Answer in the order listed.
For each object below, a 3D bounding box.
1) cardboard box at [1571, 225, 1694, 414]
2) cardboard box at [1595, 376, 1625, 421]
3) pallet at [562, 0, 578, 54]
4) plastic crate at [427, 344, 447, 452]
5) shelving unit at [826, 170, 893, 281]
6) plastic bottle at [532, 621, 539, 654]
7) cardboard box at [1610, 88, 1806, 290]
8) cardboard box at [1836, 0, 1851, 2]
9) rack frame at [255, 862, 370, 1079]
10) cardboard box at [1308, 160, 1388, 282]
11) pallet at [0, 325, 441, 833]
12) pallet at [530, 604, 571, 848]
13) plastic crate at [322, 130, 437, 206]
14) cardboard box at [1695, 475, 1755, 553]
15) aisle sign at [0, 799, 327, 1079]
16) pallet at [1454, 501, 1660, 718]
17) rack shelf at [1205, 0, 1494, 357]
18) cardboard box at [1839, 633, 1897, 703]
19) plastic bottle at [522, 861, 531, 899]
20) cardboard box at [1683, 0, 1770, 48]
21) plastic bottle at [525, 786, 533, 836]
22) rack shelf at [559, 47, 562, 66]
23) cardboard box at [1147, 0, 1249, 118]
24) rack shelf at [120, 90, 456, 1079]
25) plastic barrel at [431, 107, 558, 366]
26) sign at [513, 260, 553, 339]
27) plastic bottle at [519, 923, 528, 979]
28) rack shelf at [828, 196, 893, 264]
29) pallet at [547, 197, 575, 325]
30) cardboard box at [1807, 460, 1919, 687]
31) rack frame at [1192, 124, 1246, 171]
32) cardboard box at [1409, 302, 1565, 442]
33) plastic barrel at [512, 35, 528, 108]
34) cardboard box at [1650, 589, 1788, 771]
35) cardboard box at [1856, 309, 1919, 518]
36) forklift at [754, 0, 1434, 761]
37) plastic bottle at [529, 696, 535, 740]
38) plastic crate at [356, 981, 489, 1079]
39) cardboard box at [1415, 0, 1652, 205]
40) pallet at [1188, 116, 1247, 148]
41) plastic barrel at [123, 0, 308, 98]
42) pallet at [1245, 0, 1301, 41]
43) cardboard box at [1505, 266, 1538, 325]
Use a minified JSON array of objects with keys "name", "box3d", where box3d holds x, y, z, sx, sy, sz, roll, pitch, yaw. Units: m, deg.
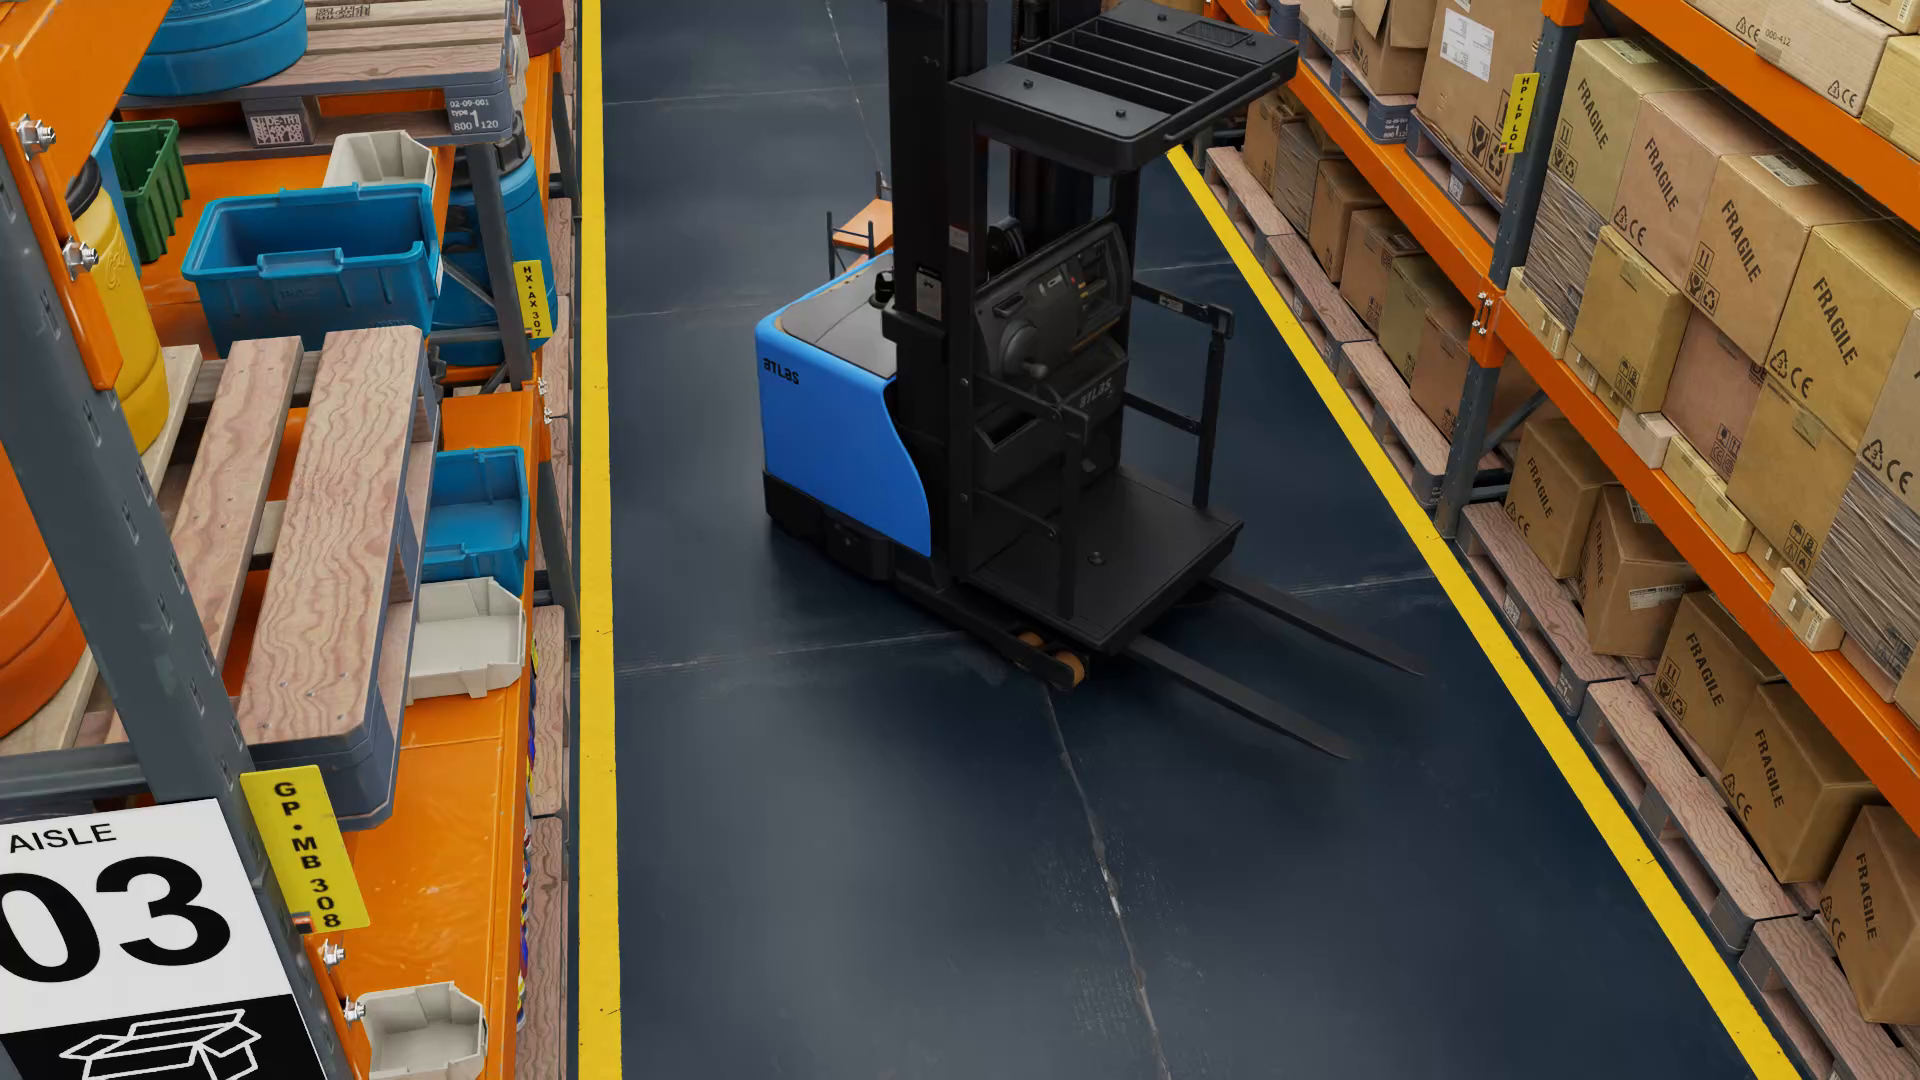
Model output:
[{"name":"cardboard box","box3d":[2.803,-0.844,6.067,0.875,0.500,0.500,-6,38,-8]},{"name":"cardboard box","box3d":[2.629,-0.559,6.230,0.380,0.149,0.250,-6,38,-8]},{"name":"pallet","box3d":[-3.452,-3.999,12.725,1.003,0.211,1.213,-6,38,-8]},{"name":"plastic crate","box3d":[-2.178,-0.384,5.850,0.767,0.338,0.504,-6,38,-8]},{"name":"shelving unit","box3d":[-0.406,-1.163,8.269,0.258,1.200,0.503,17,41,20]},{"name":"plastic bottle","box3d":[-1.774,0.378,6.740,0.097,0.201,0.097,0,38,0]},{"name":"cardboard box","box3d":[2.650,-1.222,5.739,0.500,0.500,0.500,-6,38,-8]},{"name":"cardboard box","box3d":[2.672,-1.691,4.834,0.380,0.149,0.250,-7,38,-9]},{"name":"rack frame","box3d":[-1.443,1.677,3.146,1.000,3.000,0.127,-6,38,-8]},{"name":"cardboard box","box3d":[2.384,-1.796,9.296,0.700,0.500,0.500,-3,38,-4]},{"name":"pallet","box3d":[-1.492,0.057,2.940,1.003,0.211,1.213,-6,38,-8]},{"name":"pallet","box3d":[-2.067,0.773,6.583,1.003,0.211,1.213,-6,38,-8]},{"name":"plastic crate","box3d":[-1.465,-0.893,4.224,0.243,0.136,0.396,-6,38,-8]},{"name":"cardboard box","box3d":[2.750,-0.105,5.645,0.380,0.149,0.250,-6,38,-8]},{"name":"aisle sign","box3d":[-1.142,0.663,2.333,0.394,0.787,0.004,-6,38,-8]},{"name":"pallet","box3d":[2.885,0.232,7.280,1.003,0.211,1.213,-6,38,-8]},{"name":"rack shelf","box3d":[2.381,-2.195,8.717,1.077,0.370,4.000,-6,38,-8]},{"name":"cardboard box","box3d":[2.945,0.341,5.071,0.380,0.149,0.250,-6,38,-8]},{"name":"plastic bottle","box3d":[-1.549,1.153,5.743,0.097,0.201,0.097,0,38,0]},{"name":"cardboard box","box3d":[2.657,-1.778,5.271,0.500,0.250,0.500,-7,38,-8]},{"name":"plastic bottle","box3d":[-1.633,0.931,5.968,0.152,0.276,0.135,-6,38,-7]},{"name":"rack shelf","box3d":[-3.196,-4.078,11.141,1.077,0.370,4.000,-6,38,-8]},{"name":"cardboard box","box3d":[1.930,-3.433,11.114,1.225,0.875,0.875,-8,39,-10]},{"name":"rack shelf","box3d":[-1.794,-0.431,4.001,1.077,0.370,4.000,-6,38,-8]},{"name":"plastic barrel","box3d":[-1.914,-1.202,6.444,0.600,0.901,0.708,-6,38,-8]},{"name":"sign","box3d":[-1.601,-0.900,6.238,0.100,0.325,0.005,-6,38,-8]},{"name":"plastic bottle","box3d":[-1.476,1.309,5.475,0.061,0.283,0.133,-6,38,-7]},{"name":"rack shelf","box3d":[-0.406,-1.473,8.028,0.258,0.148,0.480,17,41,20]},{"name":"pallet","box3d":[-2.748,-1.581,9.613,1.003,0.211,1.213,-6,38,-8]},{"name":"cardboard box","box3d":[3.113,0.057,4.908,0.875,0.500,0.500,-6,38,-8]},{"name":"rack frame","box3d":[2.031,-3.687,10.051,1.000,3.000,0.127,-6,38,-8]},{"name":"cardboard box","box3d":[2.646,-0.831,8.054,0.700,0.500,0.500,-9,39,-11]},{"name":"plastic barrel","box3d":[-2.381,-2.346,8.234,0.421,0.512,0.421,0,38,0]},{"name":"cardboard box","box3d":[3.057,0.508,6.347,0.500,0.500,0.500,-9,39,-12]},{"name":"cardboard box","box3d":[2.915,-0.316,4.573,0.500,0.500,0.500,-6,38,-8]},{"name":"forklift","box3d":[0.540,-0.898,6.516,3.031,2.935,1.130,27,45,30]},{"name":"plastic bottle","box3d":[-1.714,0.608,6.323,0.144,0.351,0.185,-8,39,-10]},{"name":"plastic crate","box3d":[-1.283,1.206,3.967,0.298,0.136,0.250,-6,38,-8]},{"name":"cardboard box","box3d":[2.731,-2.169,7.266,1.000,1.000,1.000,-6,38,-8]},{"name":"pallet","box3d":[1.967,-3.070,11.530,1.003,0.211,1.213,-6,38,-8]},{"name":"plastic barrel","box3d":[-2.075,-1.674,4.264,0.600,0.901,0.708,-6,38,-8]},{"name":"pallet","box3d":[2.261,-3.193,9.571,1.213,0.211,1.003,-6,38,-8]},{"name":"cardboard box","box3d":[2.474,-1.010,6.810,0.380,0.149,0.250,-6,38,-8]}]
